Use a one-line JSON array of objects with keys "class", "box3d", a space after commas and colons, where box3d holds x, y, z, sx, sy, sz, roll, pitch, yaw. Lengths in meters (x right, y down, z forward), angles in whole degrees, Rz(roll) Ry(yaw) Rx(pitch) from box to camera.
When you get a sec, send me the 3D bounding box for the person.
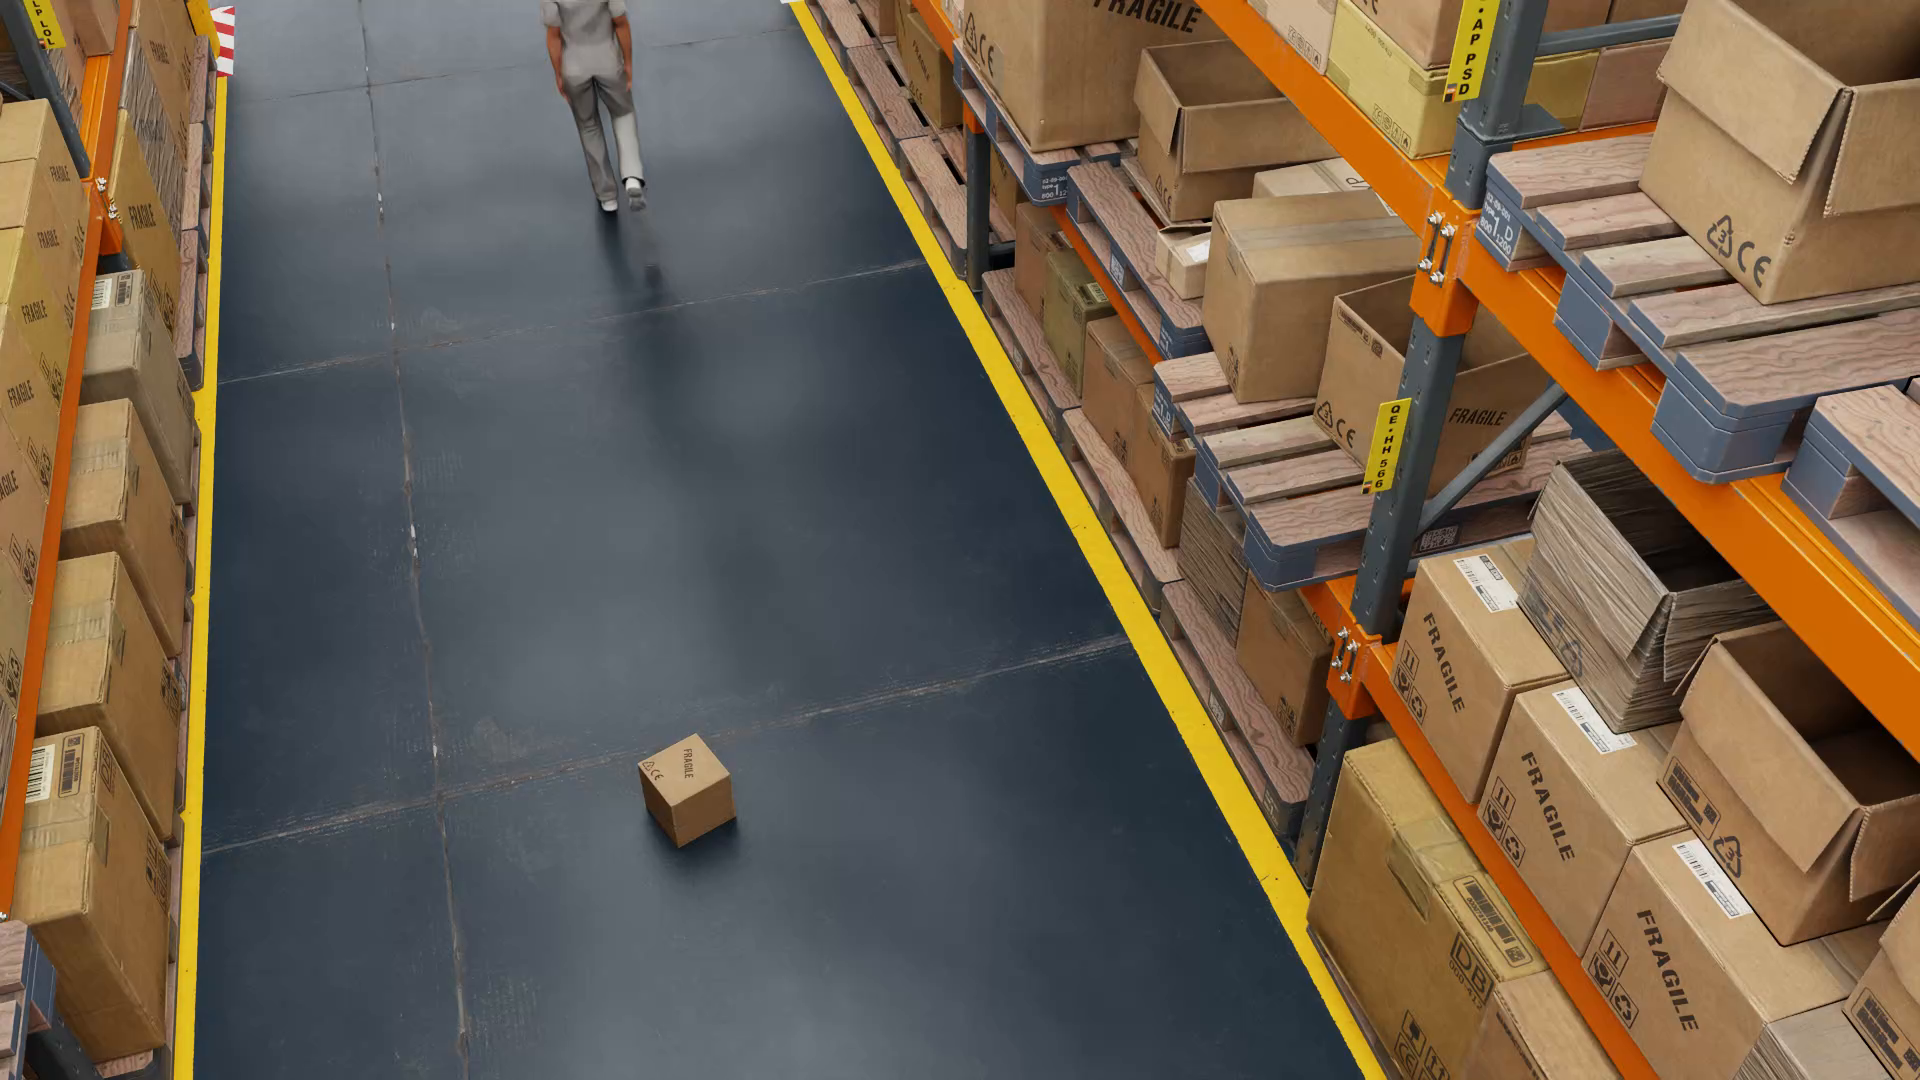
[{"class": "person", "box3d": [-1.947, -2.475, 8.861, 0.442, 1.643, 0.572, -13, 44, -13]}]
